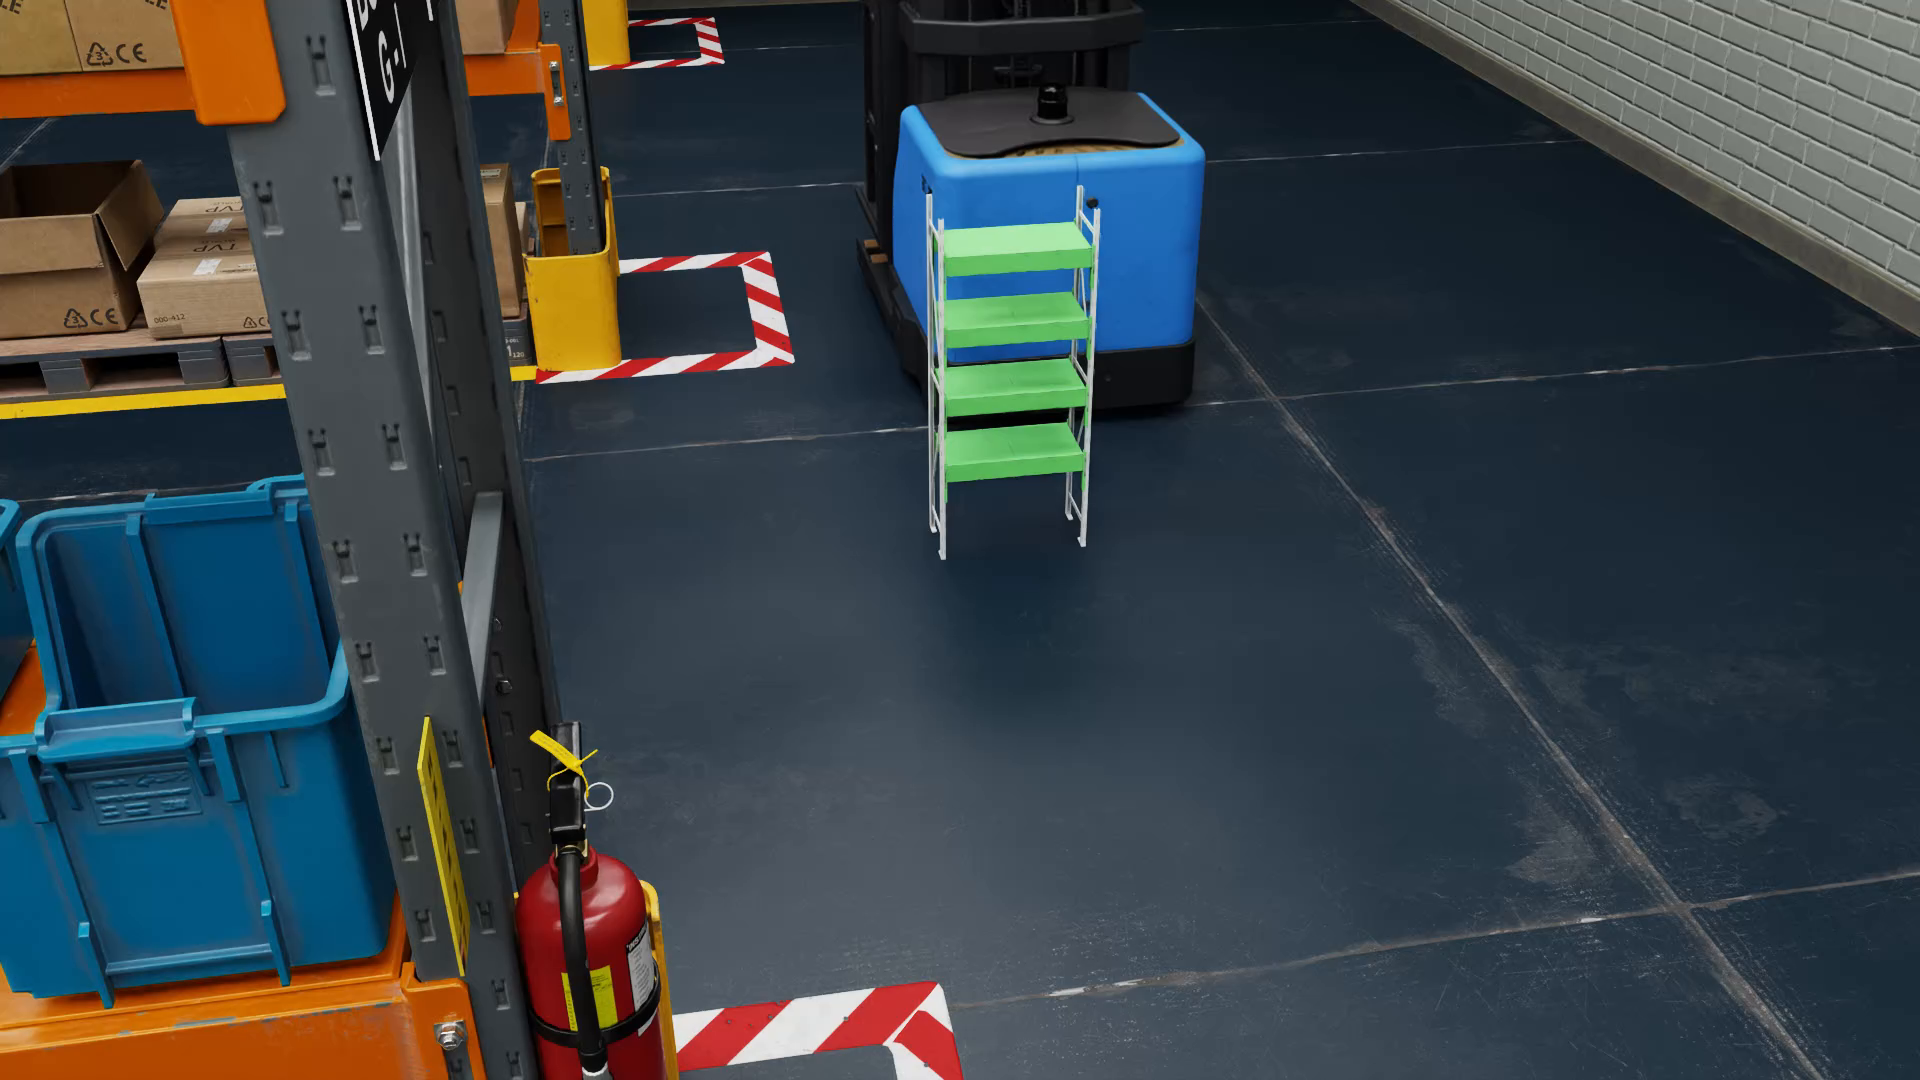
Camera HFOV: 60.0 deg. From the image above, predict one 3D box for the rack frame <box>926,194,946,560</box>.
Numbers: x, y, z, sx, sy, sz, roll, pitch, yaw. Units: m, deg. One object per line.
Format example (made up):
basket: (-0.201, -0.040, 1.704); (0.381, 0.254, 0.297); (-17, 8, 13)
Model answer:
rack frame: (-0.077, -0.510, 5.434); (0.015, 1.200, 0.240); (-5, 31, -9)

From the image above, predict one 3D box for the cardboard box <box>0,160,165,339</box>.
cardboard box: (-3.709, -1.223, 6.900); (0.637, 0.503, 0.797); (-5, 31, -9)

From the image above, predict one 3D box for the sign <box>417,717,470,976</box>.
sign: (-0.618, 0.372, 1.998); (0.005, 0.325, 0.100); (-5, 31, -9)

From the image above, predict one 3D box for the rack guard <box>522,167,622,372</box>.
rack guard: (-1.696, -1.216, 7.326); (0.348, 0.500, 1.175); (-5, 31, -9)

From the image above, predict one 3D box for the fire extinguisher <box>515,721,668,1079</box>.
fire extinguisher: (-0.503, 0.576, 2.255); (0.183, 0.674, 0.296); (-5, 31, -9)

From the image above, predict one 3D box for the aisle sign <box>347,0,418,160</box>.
aisle sign: (-0.610, -0.812, 1.607); (0.004, 0.787, 0.394); (-5, 31, -9)

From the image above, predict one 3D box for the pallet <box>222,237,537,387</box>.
pallet: (-2.480, -1.019, 7.274); (1.213, 0.211, 1.003); (-5, 31, -9)

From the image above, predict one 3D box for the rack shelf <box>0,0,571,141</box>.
rack shelf: (-3.589, -1.808, 6.576); (4.000, 0.370, 1.077); (-5, 31, -9)

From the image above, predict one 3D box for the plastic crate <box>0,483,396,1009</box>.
plastic crate: (-1.029, 0.252, 2.269); (0.499, 0.435, 0.616); (-5, 31, -9)

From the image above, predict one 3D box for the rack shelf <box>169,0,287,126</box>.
rack shelf: (-2.700, -0.631, 1.615); (4.000, 0.370, 1.077); (-5, 31, -9)

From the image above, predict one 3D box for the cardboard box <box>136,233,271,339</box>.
cardboard box: (-3.052, -1.061, 6.874); (0.500, 0.250, 0.500); (-5, 31, -9)

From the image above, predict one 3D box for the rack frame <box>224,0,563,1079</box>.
rack frame: (-0.733, 0.171, 2.500); (0.053, 2.616, 0.949); (-5, 31, -9)

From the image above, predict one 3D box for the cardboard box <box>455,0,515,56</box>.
cardboard box: (-2.013, -2.167, 6.378); (0.500, 0.500, 0.500); (-4, 31, -7)

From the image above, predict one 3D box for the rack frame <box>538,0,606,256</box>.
rack frame: (-1.622, -2.301, 6.704); (0.127, 3.000, 1.000); (-5, 31, -9)

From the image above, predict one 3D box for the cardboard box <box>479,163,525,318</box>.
cardboard box: (-2.112, -1.241, 6.933); (0.500, 0.500, 0.500); (-5, 31, -9)

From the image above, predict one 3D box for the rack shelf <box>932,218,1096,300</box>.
rack shelf: (0.163, -0.891, 5.261); (0.480, 0.148, 0.258); (-5, 31, -9)

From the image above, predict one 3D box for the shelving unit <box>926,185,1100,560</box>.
shelving unit: (0.163, -0.532, 5.472); (0.503, 1.200, 0.258); (-5, 31, -9)

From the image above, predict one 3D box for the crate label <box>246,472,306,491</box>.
crate label: (-1.035, 0.074, 2.771); (0.303, 0.233, 0.416); (-5, 31, -9)

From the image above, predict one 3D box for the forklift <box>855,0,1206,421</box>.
forklift: (0.126, -2.451, 7.027); (1.130, 2.935, 3.031); (-6, 31, -10)

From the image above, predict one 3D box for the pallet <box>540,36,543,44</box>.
pallet: (-3.290, -3.456, 11.420); (1.213, 0.211, 1.003); (-5, 31, -9)

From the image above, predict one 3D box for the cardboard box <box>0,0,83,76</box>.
cardboard box: (-3.510, -2.030, 6.144); (0.500, 0.500, 0.500); (-6, 31, -10)

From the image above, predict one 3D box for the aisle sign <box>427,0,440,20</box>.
aisle sign: (-0.716, -1.106, 2.107); (0.004, 0.787, 0.394); (-5, 31, -9)

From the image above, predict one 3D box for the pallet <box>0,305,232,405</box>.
pallet: (-3.678, -0.909, 7.088); (1.213, 0.211, 1.003); (-5, 31, -9)

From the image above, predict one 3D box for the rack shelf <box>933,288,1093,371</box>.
rack shelf: (0.163, -0.684, 5.382); (0.480, 0.148, 0.258); (-5, 31, -9)

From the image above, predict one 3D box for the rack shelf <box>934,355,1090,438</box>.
rack shelf: (0.163, -0.477, 5.504); (0.480, 0.148, 0.258); (-5, 31, -9)

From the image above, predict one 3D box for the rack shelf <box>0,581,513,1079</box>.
rack shelf: (-2.700, 0.662, 2.375); (4.000, 0.370, 1.077); (-5, 31, -9)

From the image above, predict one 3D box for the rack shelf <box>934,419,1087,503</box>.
rack shelf: (0.163, -0.270, 5.626); (0.480, 0.148, 0.258); (-5, 31, -9)

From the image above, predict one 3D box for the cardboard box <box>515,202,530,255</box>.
cardboard box: (-2.095, -1.395, 7.541); (0.250, 0.149, 0.380); (-5, 31, -9)

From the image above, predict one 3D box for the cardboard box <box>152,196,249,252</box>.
cardboard box: (-3.191, -1.306, 7.290); (0.500, 0.250, 0.500); (-5, 31, -9)

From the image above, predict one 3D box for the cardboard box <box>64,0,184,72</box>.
cardboard box: (-3.015, -2.075, 6.222); (0.500, 0.500, 0.500); (-5, 31, -9)

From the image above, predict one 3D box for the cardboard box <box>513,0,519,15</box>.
cardboard box: (-2.106, -2.435, 6.833); (0.500, 0.500, 0.500); (-5, 31, -8)

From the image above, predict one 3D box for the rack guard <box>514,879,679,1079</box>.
rack guard: (-0.712, 1.238, 3.151); (0.348, 0.500, 1.175); (-5, 31, -9)

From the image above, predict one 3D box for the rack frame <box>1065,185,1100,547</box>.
rack frame: (0.403, -0.555, 5.509); (0.015, 1.200, 0.240); (-5, 31, -9)

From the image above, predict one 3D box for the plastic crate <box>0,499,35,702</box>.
plastic crate: (-1.683, 0.134, 2.669); (0.300, 0.233, 0.416); (-5, 31, -9)

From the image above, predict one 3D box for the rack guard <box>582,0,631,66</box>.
rack guard: (-2.494, -3.695, 11.541); (0.348, 0.500, 1.175); (-5, 31, -9)
